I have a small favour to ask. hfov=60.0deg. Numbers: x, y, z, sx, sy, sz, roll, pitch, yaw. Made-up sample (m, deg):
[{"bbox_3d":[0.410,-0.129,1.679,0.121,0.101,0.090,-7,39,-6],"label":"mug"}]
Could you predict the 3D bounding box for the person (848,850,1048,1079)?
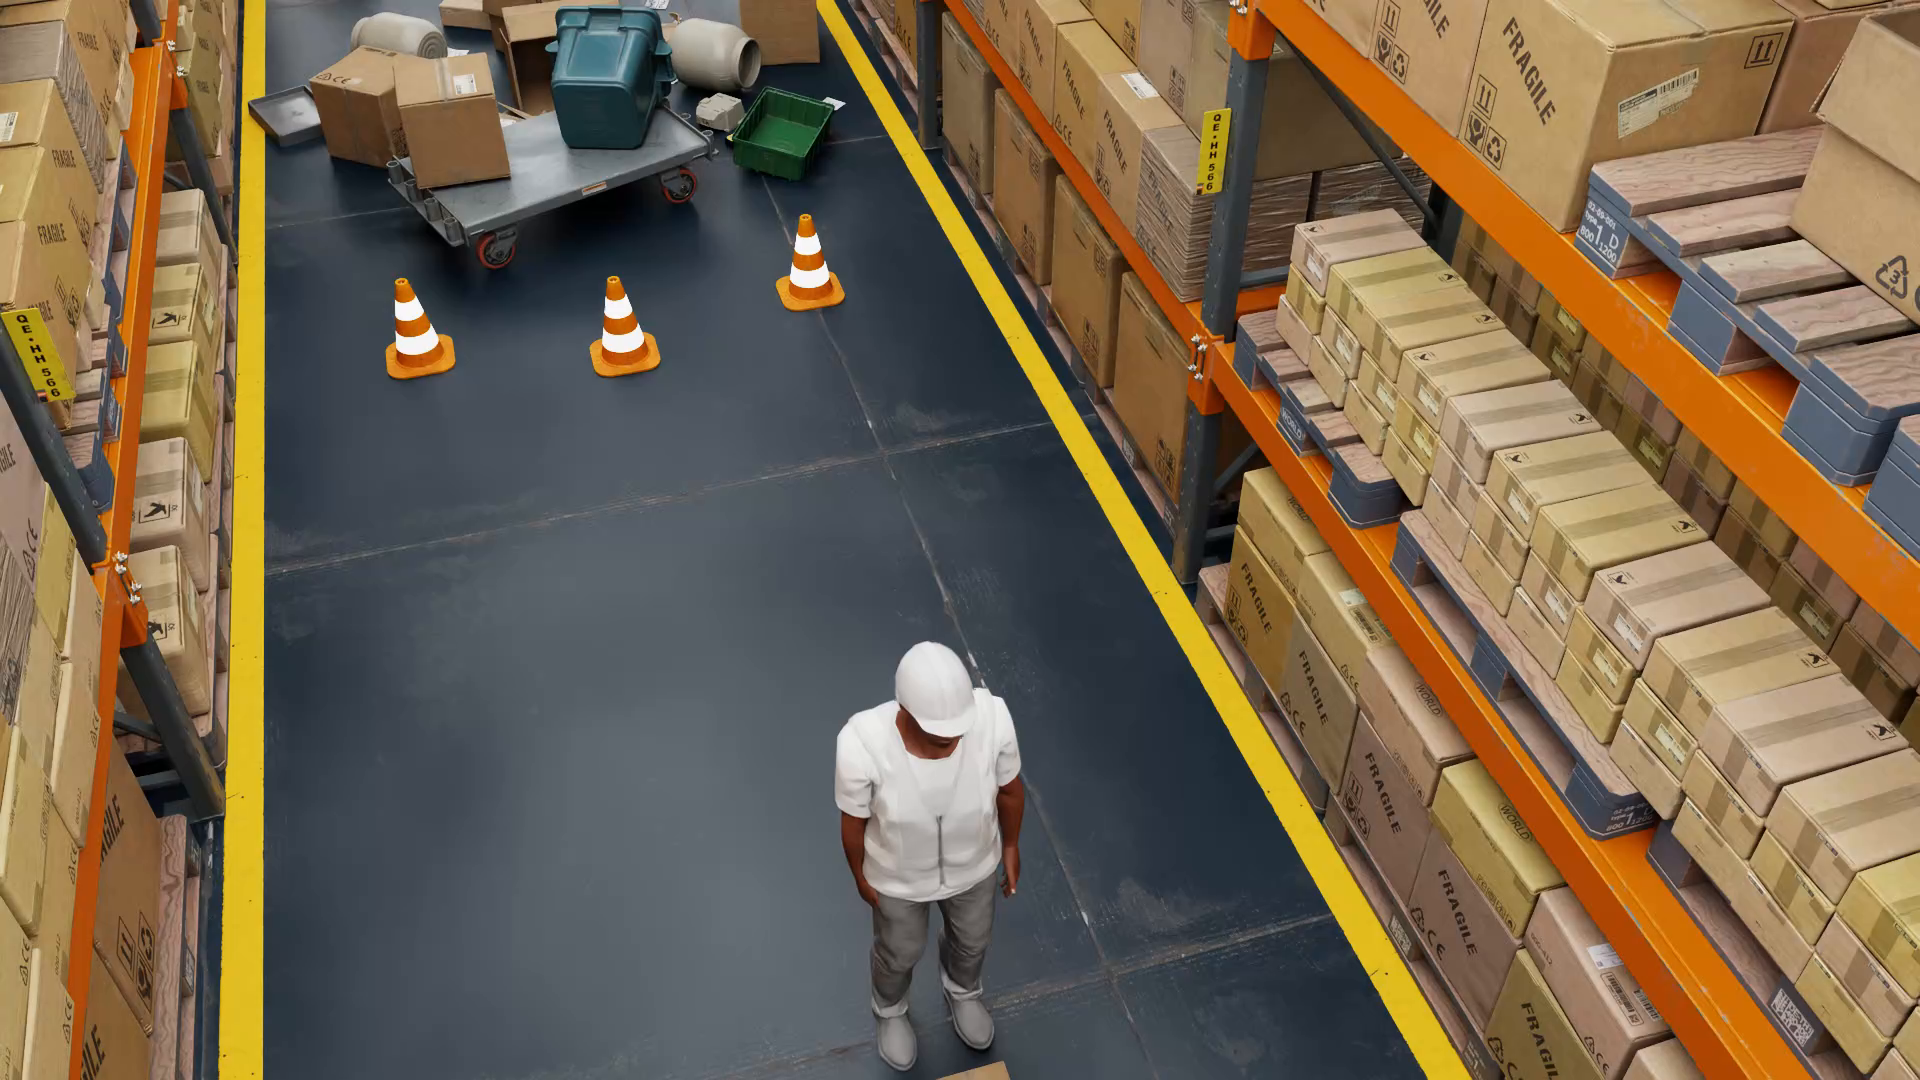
[{"bbox_3d":[-0.013,1.462,5.273,0.529,0.830,0.942,-13,44,-14],"label":"person"}]
